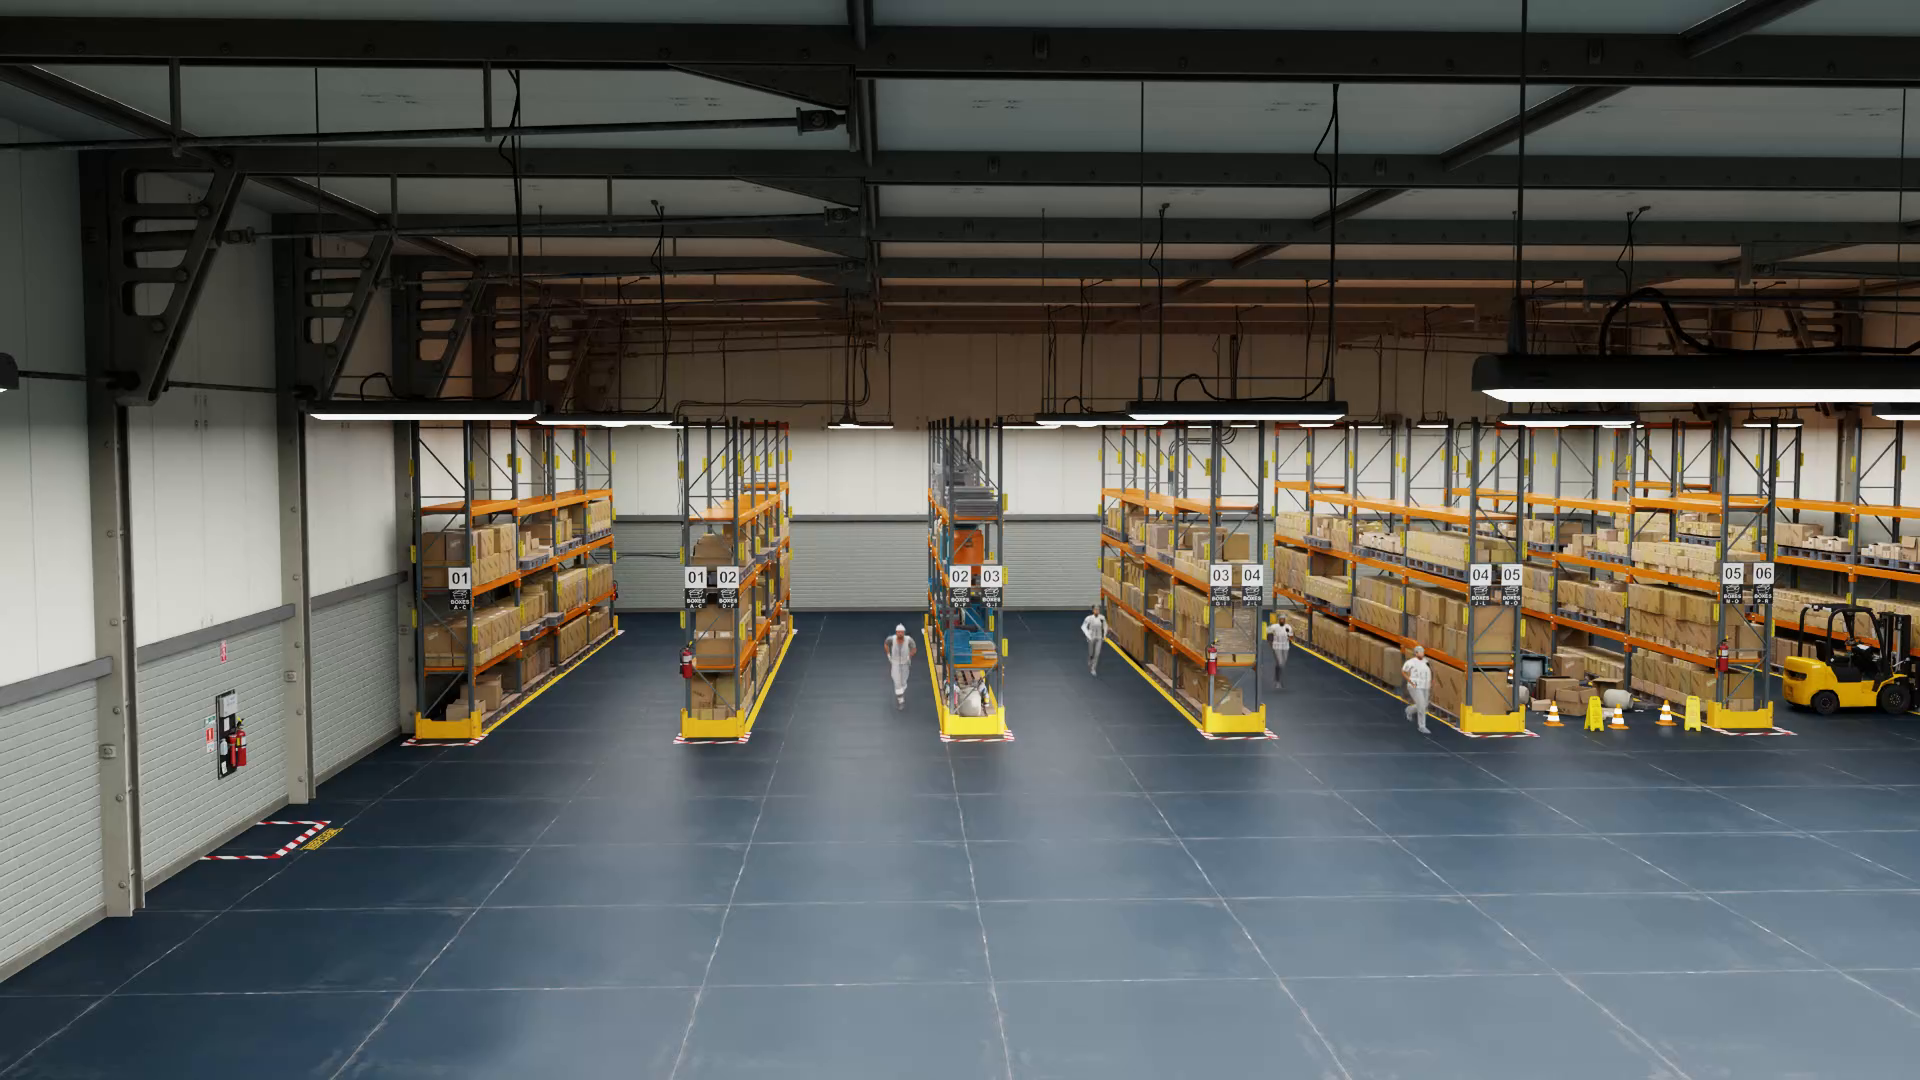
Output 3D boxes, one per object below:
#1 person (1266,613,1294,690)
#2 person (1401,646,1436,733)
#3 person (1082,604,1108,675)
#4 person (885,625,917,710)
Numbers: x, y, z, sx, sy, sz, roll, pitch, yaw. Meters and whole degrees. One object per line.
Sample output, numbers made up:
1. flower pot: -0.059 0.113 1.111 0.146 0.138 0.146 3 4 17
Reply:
1. person: 7.163 2.472 37.145 0.555 1.731 0.762 -1 4 -11
2. person: 8.755 2.842 31.854 0.607 1.654 0.766 -2 4 -29
3. person: 3.203 2.335 39.403 0.644 1.676 0.745 0 4 -6
4. person: -1.236 2.616 34.676 0.670 1.780 0.996 0 4 2
